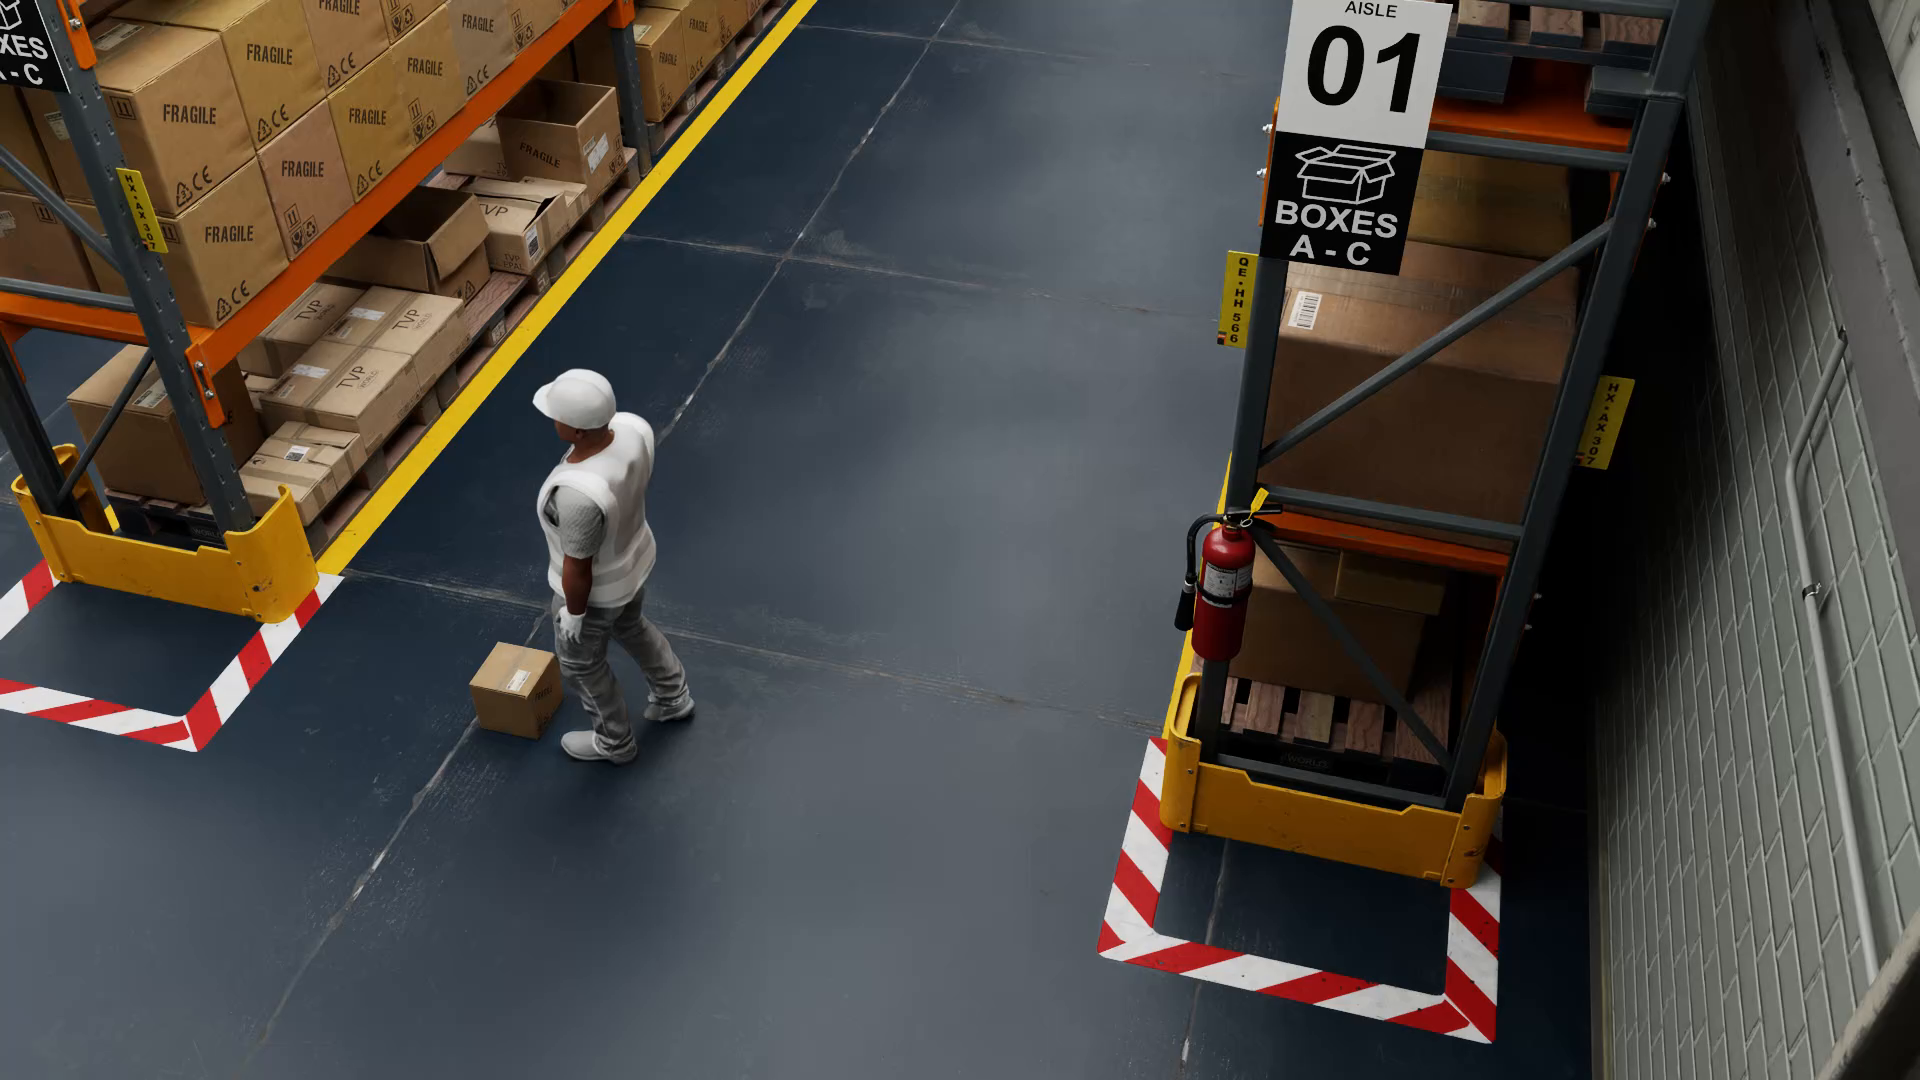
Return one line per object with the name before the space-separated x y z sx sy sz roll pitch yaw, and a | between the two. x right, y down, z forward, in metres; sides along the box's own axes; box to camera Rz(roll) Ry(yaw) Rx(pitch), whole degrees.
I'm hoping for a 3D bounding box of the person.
person | -1.320 0.133 6.042 0.450 1.834 0.554 11 42 12
